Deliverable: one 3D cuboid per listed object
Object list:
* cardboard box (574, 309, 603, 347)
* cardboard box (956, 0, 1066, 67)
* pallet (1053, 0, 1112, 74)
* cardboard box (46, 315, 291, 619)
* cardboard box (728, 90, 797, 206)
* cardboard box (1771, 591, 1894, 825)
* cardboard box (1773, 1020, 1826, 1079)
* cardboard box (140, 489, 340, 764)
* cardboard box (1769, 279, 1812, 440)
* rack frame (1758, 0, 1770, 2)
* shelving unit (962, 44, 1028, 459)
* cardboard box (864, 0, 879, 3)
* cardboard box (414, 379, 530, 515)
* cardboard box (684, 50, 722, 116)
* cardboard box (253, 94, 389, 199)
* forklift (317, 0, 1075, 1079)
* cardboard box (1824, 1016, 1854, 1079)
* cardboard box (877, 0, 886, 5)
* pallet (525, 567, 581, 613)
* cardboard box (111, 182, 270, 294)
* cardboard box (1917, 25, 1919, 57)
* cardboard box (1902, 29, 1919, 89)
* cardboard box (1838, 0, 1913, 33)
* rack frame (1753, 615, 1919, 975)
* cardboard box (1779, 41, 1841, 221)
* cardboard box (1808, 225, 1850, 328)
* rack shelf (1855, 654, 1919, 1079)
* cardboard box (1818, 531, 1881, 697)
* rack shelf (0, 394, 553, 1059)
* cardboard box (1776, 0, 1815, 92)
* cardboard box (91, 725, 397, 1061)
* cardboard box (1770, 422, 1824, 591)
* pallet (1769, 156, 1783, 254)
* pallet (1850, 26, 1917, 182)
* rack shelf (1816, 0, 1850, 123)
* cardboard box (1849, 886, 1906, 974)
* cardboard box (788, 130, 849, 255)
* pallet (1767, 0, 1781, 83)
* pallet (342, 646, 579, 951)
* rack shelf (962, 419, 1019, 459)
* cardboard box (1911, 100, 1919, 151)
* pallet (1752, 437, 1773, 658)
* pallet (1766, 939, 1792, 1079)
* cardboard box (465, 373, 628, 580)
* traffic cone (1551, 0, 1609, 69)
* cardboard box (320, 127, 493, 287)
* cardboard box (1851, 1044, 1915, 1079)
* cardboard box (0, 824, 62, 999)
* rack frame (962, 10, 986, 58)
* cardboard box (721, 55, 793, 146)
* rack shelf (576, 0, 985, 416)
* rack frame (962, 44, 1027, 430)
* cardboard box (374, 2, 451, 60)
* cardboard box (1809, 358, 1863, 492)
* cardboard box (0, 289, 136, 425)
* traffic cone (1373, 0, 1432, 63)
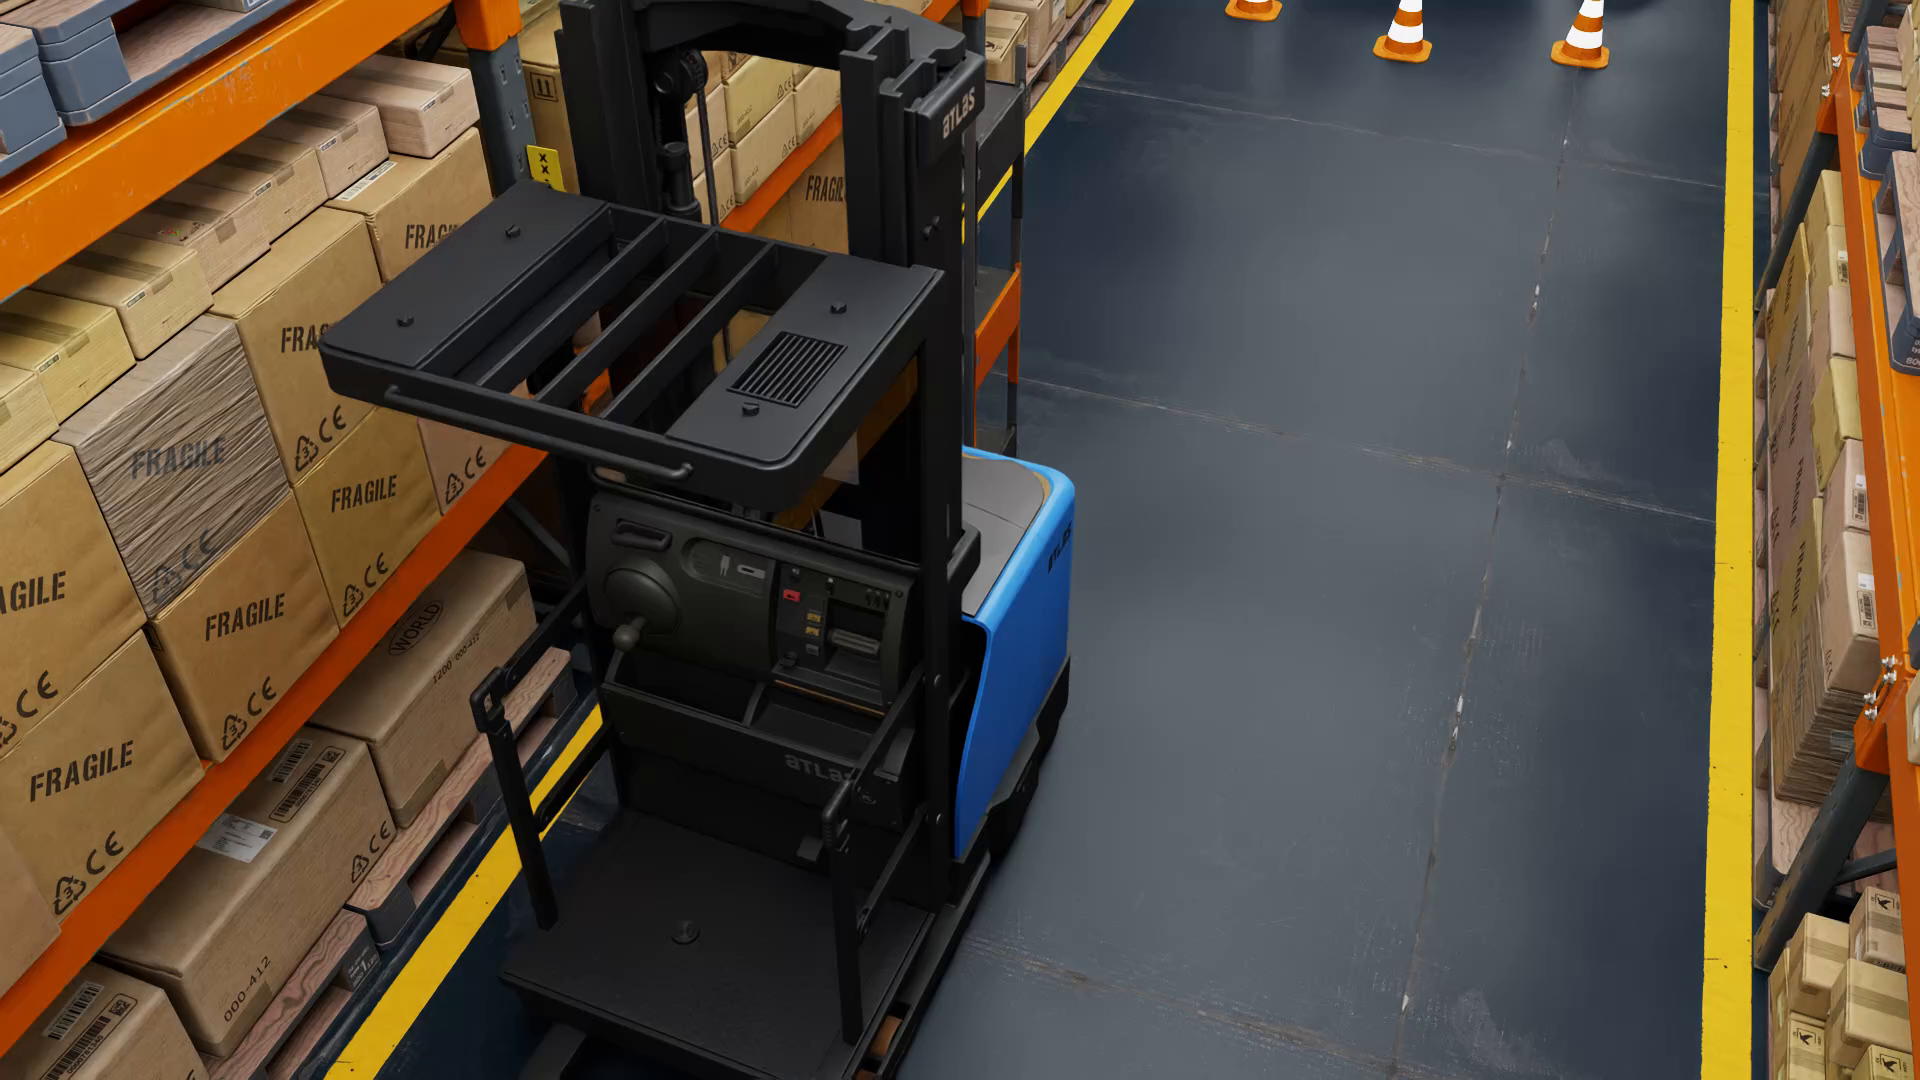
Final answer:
[{"bbox_3d":[-1.326,-0.919,5.631,0.500,0.250,0.500,12,42,14],"label":"cardboard box"},{"bbox_3d":[0.090,-3.160,9.844,0.950,0.372,0.625,13,42,14],"label":"cardboard box"},{"bbox_3d":[0.330,-3.363,10.529,1.003,0.211,1.213,13,42,15],"label":"pallet"},{"bbox_3d":[-1.973,-0.215,3.844,0.500,0.500,0.500,14,42,16],"label":"cardboard box"},{"bbox_3d":[-0.961,-1.544,6.364,0.500,0.250,0.500,13,42,15],"label":"cardboard box"},{"bbox_3d":[2.978,0.555,5.391,0.500,0.500,0.500,13,42,14],"label":"cardboard box"},{"bbox_3d":[2.444,1.509,4.543,0.380,0.149,0.250,14,43,16],"label":"cardboard box"},{"bbox_3d":[-1.972,0.160,4.174,0.500,0.500,0.500,13,42,14],"label":"cardboard box"},{"bbox_3d":[3.679,-0.695,6.856,0.500,0.500,0.500,14,42,16],"label":"cardboard box"},{"bbox_3d":[5.697,-4.608,9.840,1.000,3.000,0.127,13,42,15],"label":"rack frame"},{"bbox_3d":[-0.057,-0.698,5.950,0.431,2.100,0.503,13,42,15],"label":"shelving unit"},{"bbox_3d":[-0.612,-2.357,6.932,0.500,0.250,0.500,12,42,14],"label":"cardboard box"},{"bbox_3d":[-1.643,-0.464,4.906,0.500,0.500,0.500,14,42,15],"label":"cardboard box"},{"bbox_3d":[-1.156,-1.705,5.590,0.500,0.500,0.500,13,42,15],"label":"cardboard box"},{"bbox_3d":[-1.723,-1.036,4.306,0.380,0.149,0.250,14,43,16],"label":"cardboard box"},{"bbox_3d":[-0.648,0.247,4.202,1.130,2.935,3.031,15,43,17],"label":"forklift"},{"bbox_3d":[2.535,1.407,4.434,0.380,0.149,0.250,14,42,15],"label":"cardboard box"},{"bbox_3d":[-0.633,-2.164,7.091,0.500,0.250,0.500,13,42,15],"label":"cardboard box"},{"bbox_3d":[-1.532,-0.193,6.813,1.003,0.211,1.213,13,42,15],"label":"pallet"},{"bbox_3d":[-1.887,-0.728,3.945,0.380,0.149,0.250,13,42,15],"label":"cardboard box"},{"bbox_3d":[3.884,-1.930,6.342,0.380,0.149,0.250,15,43,17],"label":"cardboard box"},{"bbox_3d":[3.895,-1.841,6.467,0.380,0.149,0.250,15,43,17],"label":"cardboard box"},{"bbox_3d":[4.231,-2.541,7.340,0.500,0.500,0.500,13,42,15],"label":"cardboard box"},{"bbox_3d":[2.961,0.271,4.121,1.000,3.000,0.127,13,42,15],"label":"rack frame"},{"bbox_3d":[4.622,-1.824,7.987,1.050,0.750,0.750,13,42,14],"label":"cardboard box"},{"bbox_3d":[3.693,-0.987,6.620,0.500,0.250,0.500,13,42,15],"label":"cardboard box"},{"bbox_3d":[2.277,1.765,2.925,1.077,0.370,4.000,13,42,15],"label":"rack shelf"},{"bbox_3d":[2.978,0.266,5.151,0.500,0.250,0.500,12,42,14],"label":"cardboard box"},{"bbox_3d":[-2.409,0.727,4.140,1.077,0.370,4.000,13,42,15],"label":"rack shelf"},{"bbox_3d":[5.236,-2.926,9.278,1.050,0.750,0.750,13,42,15],"label":"cardboard box"},{"bbox_3d":[-2.346,0.954,4.971,0.875,0.438,0.875,12,42,14],"label":"cardboard box"},{"bbox_3d":[3.333,-0.070,6.123,0.500,0.500,0.500,12,42,14],"label":"cardboard box"},{"bbox_3d":[4.670,-1.572,8.430,1.003,0.211,1.213,13,42,15],"label":"pallet"},{"bbox_3d":[4.186,-1.637,6.506,1.213,0.211,1.003,13,42,15],"label":"pallet"},{"bbox_3d":[5.013,-3.115,8.644,1.077,0.370,4.000,13,42,15],"label":"rack shelf"},{"bbox_3d":[2.649,1.134,4.525,0.380,0.149,0.250,15,43,17],"label":"cardboard box"},{"bbox_3d":[-0.980,-1.611,7.641,0.875,0.875,0.875,14,42,16],"label":"cardboard box"},{"bbox_3d":[5.504,-3.060,10.174,1.003,0.211,1.213,13,42,15],"label":"pallet"},{"bbox_3d":[-2.058,0.741,5.719,1.003,0.211,1.213,13,42,15],"label":"pallet"},{"bbox_3d":[-0.057,-0.155,6.413,0.431,0.518,0.480,13,42,15],"label":"rack shelf"},{"bbox_3d":[3.712,-1.512,6.081,0.380,0.149,0.250,15,43,17],"label":"cardboard box"},{"bbox_3d":[3.642,0.110,6.458,1.003,0.211,1.213,13,42,15],"label":"pallet"},{"bbox_3d":[2.765,1.749,4.537,1.003,0.211,1.213,13,42,15],"label":"pallet"},{"bbox_3d":[-1.588,-0.513,6.354,0.875,0.875,0.875,15,43,16],"label":"cardboard box"},{"bbox_3d":[3.819,-3.160,10.098,0.336,0.463,0.334,13,42,15],"label":"traffic cone"},{"bbox_3d":[-1.627,-0.835,4.571,0.500,0.500,0.500,13,42,15],"label":"cardboard box"},{"bbox_3d":[2.459,1.454,4.150,0.380,0.149,0.250,13,42,14],"label":"cardboard box"},{"bbox_3d":[-2.321,0.786,3.441,0.500,0.500,0.500,13,42,15],"label":"cardboard box"},{"bbox_3d":[-0.357,-3.206,8.196,1.000,3.000,0.127,13,42,15],"label":"rack frame"},{"bbox_3d":[-0.960,-1.731,6.198,0.500,0.250,0.500,14,42,16],"label":"cardboard box"},{"bbox_3d":[-1.041,-1.712,7.000,1.077,0.370,4.000,13,42,15],"label":"rack shelf"},{"bbox_3d":[0.027,-0.847,6.125,0.400,2.100,0.015,13,42,15],"label":"rack frame"},{"bbox_3d":[-1.808,-1.513,5.364,0.500,0.500,0.500,15,43,16],"label":"cardboard box"},{"bbox_3d":[3.334,-0.370,5.897,0.500,0.250,0.500,12,42,13],"label":"cardboard box"},{"bbox_3d":[-2.028,-0.407,3.569,0.380,0.149,0.250,12,42,14],"label":"cardboard box"},{"bbox_3d":[2.743,-3.214,10.161,0.336,0.463,0.334,13,42,15],"label":"traffic cone"}]
